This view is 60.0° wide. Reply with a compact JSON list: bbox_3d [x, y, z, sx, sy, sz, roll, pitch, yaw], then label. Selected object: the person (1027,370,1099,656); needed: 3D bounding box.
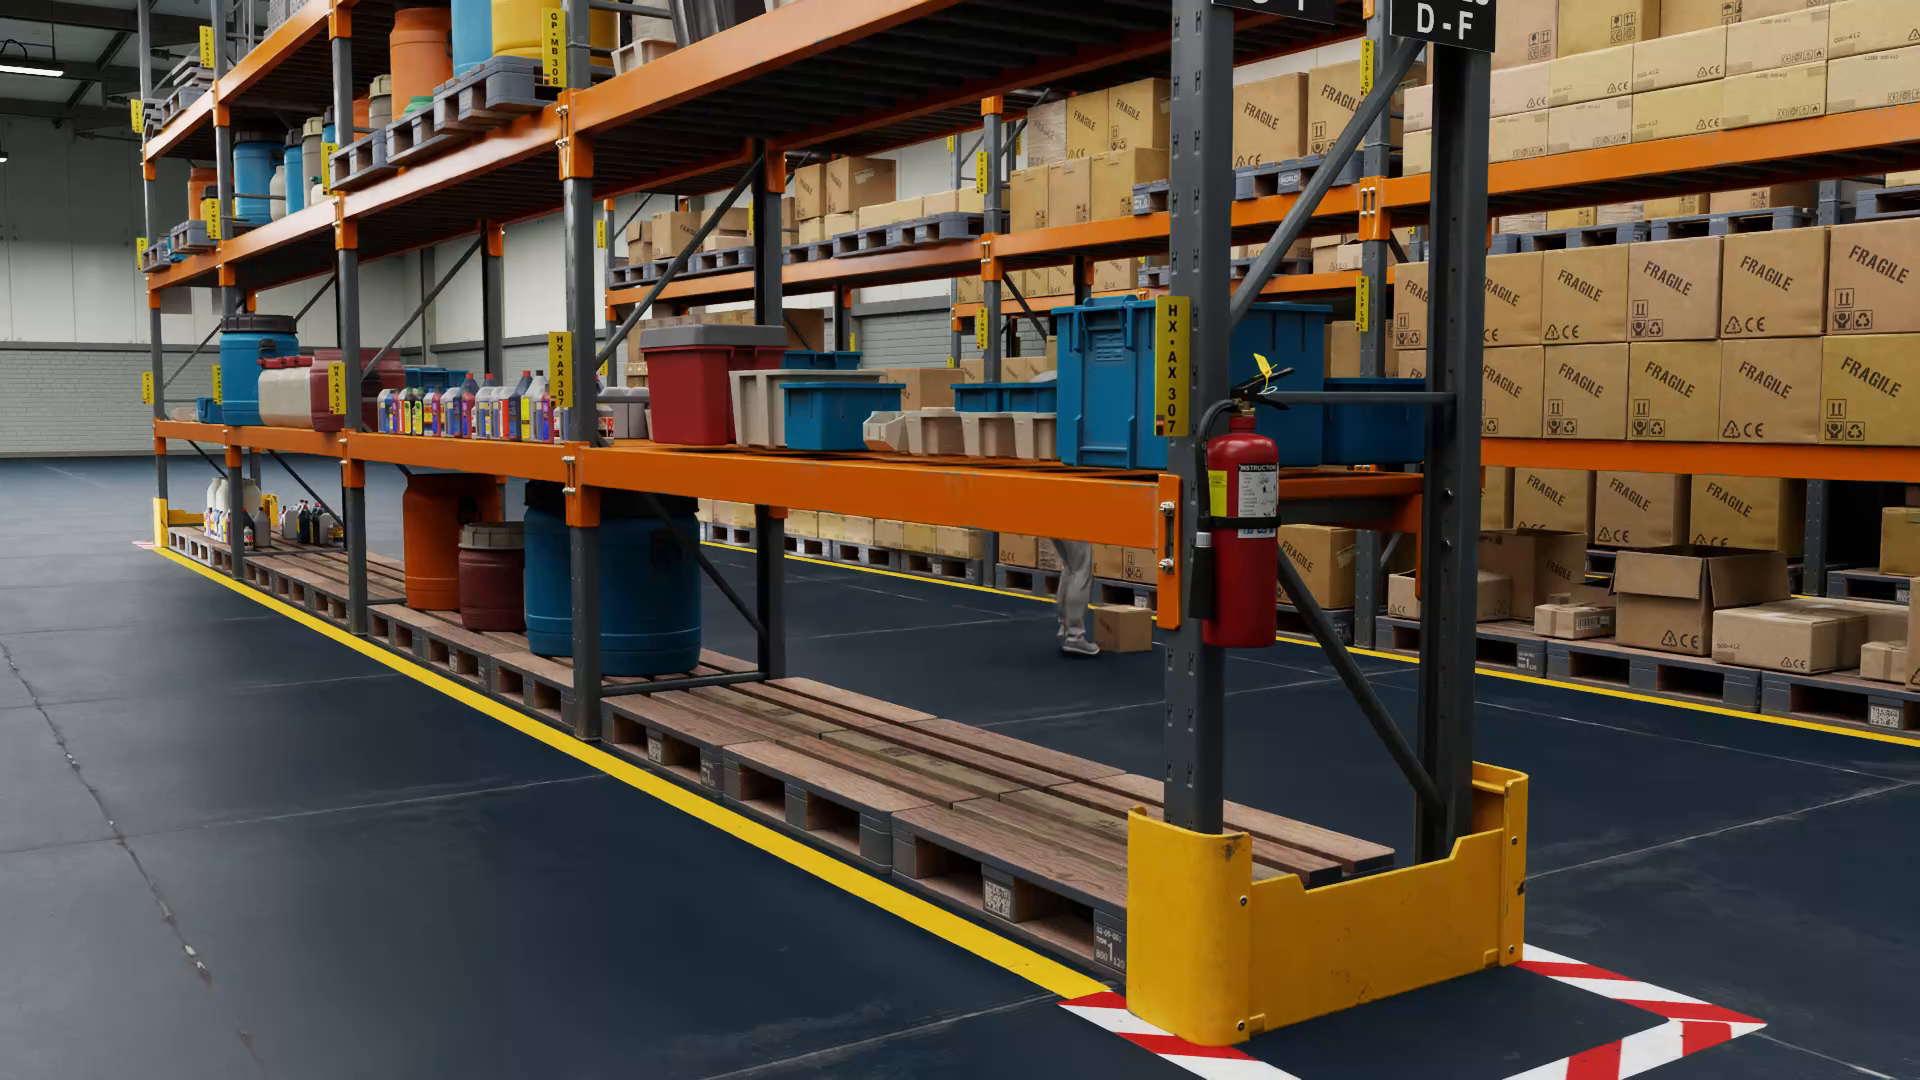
[{"bbox_3d":[0.624,-0.135,9.789,0.472,1.747,0.528,-4,6,-39],"label":"person"}]
